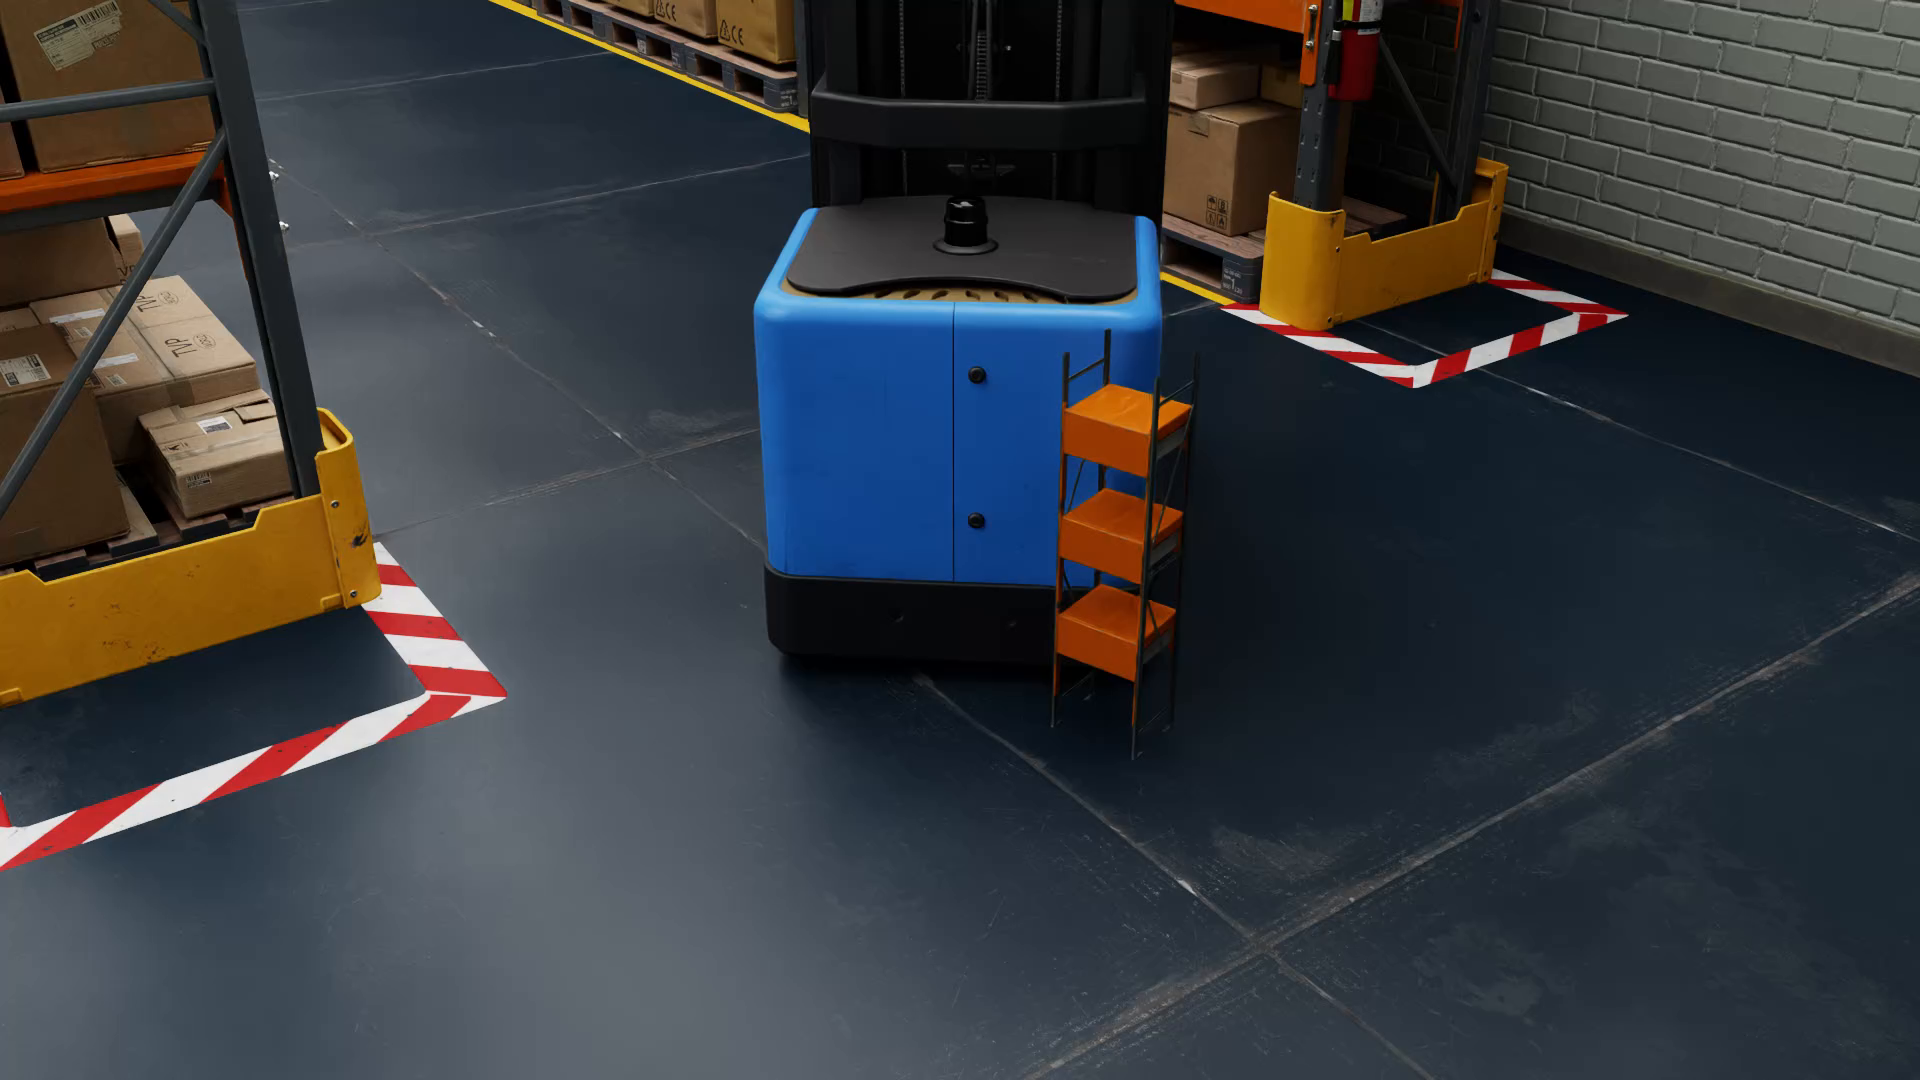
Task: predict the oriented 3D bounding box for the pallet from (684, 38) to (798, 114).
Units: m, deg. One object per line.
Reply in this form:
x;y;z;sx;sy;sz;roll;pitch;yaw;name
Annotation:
-1.028;-3.008;10.567;1.003;0.211;1.213;-19;34;-31;pallet

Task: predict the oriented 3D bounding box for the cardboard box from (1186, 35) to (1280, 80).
1.255;-2.218;7.690;0.380;0.149;0.250;-19;34;-31;cardboard box

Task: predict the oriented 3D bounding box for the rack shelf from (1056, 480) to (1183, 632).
0.398;0.037;4.105;0.240;0.259;0.215;19;34;31;rack shelf

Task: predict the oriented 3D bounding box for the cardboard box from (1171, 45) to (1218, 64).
0.942;-2.113;7.497;0.380;0.149;0.250;-18;33;-29;cardboard box

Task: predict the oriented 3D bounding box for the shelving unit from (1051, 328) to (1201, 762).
0.398;0.027;4.099;0.252;1.050;0.215;19;34;31;shelving unit

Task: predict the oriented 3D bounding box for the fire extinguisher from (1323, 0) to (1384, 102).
1.513;-2.015;6.288;0.296;0.674;0.183;-19;34;-31;fire extinguisher

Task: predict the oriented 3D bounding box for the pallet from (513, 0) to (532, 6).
-3.291;-4.588;13.476;1.003;0.211;1.213;-19;34;-31;pallet

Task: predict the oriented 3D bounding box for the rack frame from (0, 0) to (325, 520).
-2.232;-1.026;3.996;1.000;3.000;0.127;-19;34;-31;rack frame

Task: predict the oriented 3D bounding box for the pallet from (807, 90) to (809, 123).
-0.141;-2.411;9.469;1.003;0.211;1.213;-19;34;-31;pallet

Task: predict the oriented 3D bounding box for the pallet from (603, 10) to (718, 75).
-1.740;-3.482;11.441;1.003;0.211;1.213;-19;34;-31;pallet

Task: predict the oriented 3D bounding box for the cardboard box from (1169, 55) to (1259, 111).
1.091;-2.014;7.315;0.380;0.149;0.250;-19;34;-31;cardboard box

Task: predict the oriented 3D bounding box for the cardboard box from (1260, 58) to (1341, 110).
1.549;-2.021;7.328;0.380;0.149;0.250;-19;34;-30;cardboard box

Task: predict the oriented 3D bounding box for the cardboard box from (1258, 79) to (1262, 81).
1.024;-1.924;7.829;0.700;0.500;0.500;-19;34;-31;cardboard box

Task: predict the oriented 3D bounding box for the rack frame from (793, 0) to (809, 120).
-0.519;-3.954;9.387;1.000;3.000;0.127;-19;34;-31;rack frame

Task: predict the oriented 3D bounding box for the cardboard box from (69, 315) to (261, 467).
-2.606;-0.495;5.439;0.500;0.250;0.500;-19;34;-31;cardboard box

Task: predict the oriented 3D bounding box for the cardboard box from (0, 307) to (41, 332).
-3.274;-0.532;5.507;0.500;0.250;0.500;-19;34;-31;cardboard box

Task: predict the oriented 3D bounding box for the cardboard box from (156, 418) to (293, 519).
-2.194;-0.225;5.047;0.380;0.149;0.250;-19;34;-31;cardboard box

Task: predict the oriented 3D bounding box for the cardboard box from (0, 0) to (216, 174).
-2.274;-1.316;4.425;0.500;0.500;0.500;-18;33;-30;cardboard box

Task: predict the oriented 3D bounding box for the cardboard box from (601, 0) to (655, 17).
-2.016;-4.084;11.440;0.750;0.750;0.750;-19;34;-31;cardboard box

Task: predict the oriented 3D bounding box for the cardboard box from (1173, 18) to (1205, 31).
0.962;-2.414;8.052;0.380;0.149;0.250;-18;33;-30;cardboard box

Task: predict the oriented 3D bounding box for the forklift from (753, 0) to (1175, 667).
0.106;-1.617;5.157;1.130;2.935;3.031;2;29;4;forklift

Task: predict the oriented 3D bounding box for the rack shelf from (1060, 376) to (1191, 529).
0.398;-0.213;3.969;0.240;0.259;0.215;19;34;31;rack shelf

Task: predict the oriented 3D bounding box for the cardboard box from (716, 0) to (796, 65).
-1.002;-3.411;10.199;0.750;0.750;0.750;-18;33;-30;cardboard box

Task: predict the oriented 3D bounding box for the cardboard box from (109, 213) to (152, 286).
-3.555;-1.158;6.596;0.500;0.311;0.500;-19;34;-31;cardboard box

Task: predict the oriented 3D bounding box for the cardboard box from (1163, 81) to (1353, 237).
1.314;-1.729;7.471;0.700;0.500;0.500;-19;34;-31;cardboard box

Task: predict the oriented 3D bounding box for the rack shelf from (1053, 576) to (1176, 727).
0.398;0.281;4.237;0.240;0.259;0.215;19;34;31;rack shelf

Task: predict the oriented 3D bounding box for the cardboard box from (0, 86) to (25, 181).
-2.713;-1.169;4.154;0.500;0.500;0.500;-18;33;-29;cardboard box

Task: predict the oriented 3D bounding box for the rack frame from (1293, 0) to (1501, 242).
1.801;-2.399;6.524;1.000;3.000;0.127;-19;34;-31;rack frame

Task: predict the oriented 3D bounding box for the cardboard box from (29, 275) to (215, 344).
-2.896;-0.690;5.797;0.500;0.250;0.500;-19;34;-31;cardboard box

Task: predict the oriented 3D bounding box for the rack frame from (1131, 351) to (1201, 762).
0.497;0.062;4.036;0.008;1.050;0.200;19;34;31;rack frame

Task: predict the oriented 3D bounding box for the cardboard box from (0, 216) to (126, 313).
-3.458;-0.949;6.008;0.797;0.503;0.637;-19;34;-31;cardboard box

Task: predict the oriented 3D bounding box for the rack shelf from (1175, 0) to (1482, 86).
0.641;-2.860;8.128;1.077;0.370;4.000;-19;34;-31;rack shelf

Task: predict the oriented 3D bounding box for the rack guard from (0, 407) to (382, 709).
-2.276;0.043;4.647;1.175;0.500;0.348;-19;34;-31;rack guard

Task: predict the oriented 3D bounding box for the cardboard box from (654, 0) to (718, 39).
-1.520;-3.755;10.834;0.750;0.750;0.750;-18;33;-29;cardboard box

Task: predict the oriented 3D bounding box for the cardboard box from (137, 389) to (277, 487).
-2.339;-0.330;5.222;0.380;0.166;0.250;-19;34;-31;cardboard box

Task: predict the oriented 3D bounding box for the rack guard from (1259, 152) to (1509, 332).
1.815;-1.291;7.104;1.175;0.500;0.348;-19;34;-31;rack guard

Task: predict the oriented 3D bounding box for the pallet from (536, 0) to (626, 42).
-2.443;-3.956;12.314;1.003;0.211;1.213;-19;34;-31;pallet

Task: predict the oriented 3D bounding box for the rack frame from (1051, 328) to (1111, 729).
0.300;-0.007;4.163;0.008;1.050;0.200;19;34;31;rack frame

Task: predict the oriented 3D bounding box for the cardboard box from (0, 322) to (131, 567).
-2.748;-0.264;4.752;0.500;0.500;0.500;-19;34;-31;cardboard box

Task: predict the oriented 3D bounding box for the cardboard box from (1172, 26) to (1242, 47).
1.110;-2.315;7.870;0.380;0.149;0.250;-18;34;-30;cardboard box

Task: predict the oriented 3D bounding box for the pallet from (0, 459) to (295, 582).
-2.739;-0.140;5.287;1.003;0.211;1.213;-19;34;-31;pallet

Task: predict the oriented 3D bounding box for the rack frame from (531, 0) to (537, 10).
-2.839;-5.509;12.251;1.000;3.000;0.127;-19;34;-31;rack frame

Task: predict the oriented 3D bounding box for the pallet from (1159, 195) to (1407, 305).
1.274;-1.463;7.722;1.003;0.211;1.213;-19;34;-31;pallet

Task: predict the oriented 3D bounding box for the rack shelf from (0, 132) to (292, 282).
-3.392;-1.488;5.600;1.077;0.370;4.000;-19;34;-31;rack shelf
